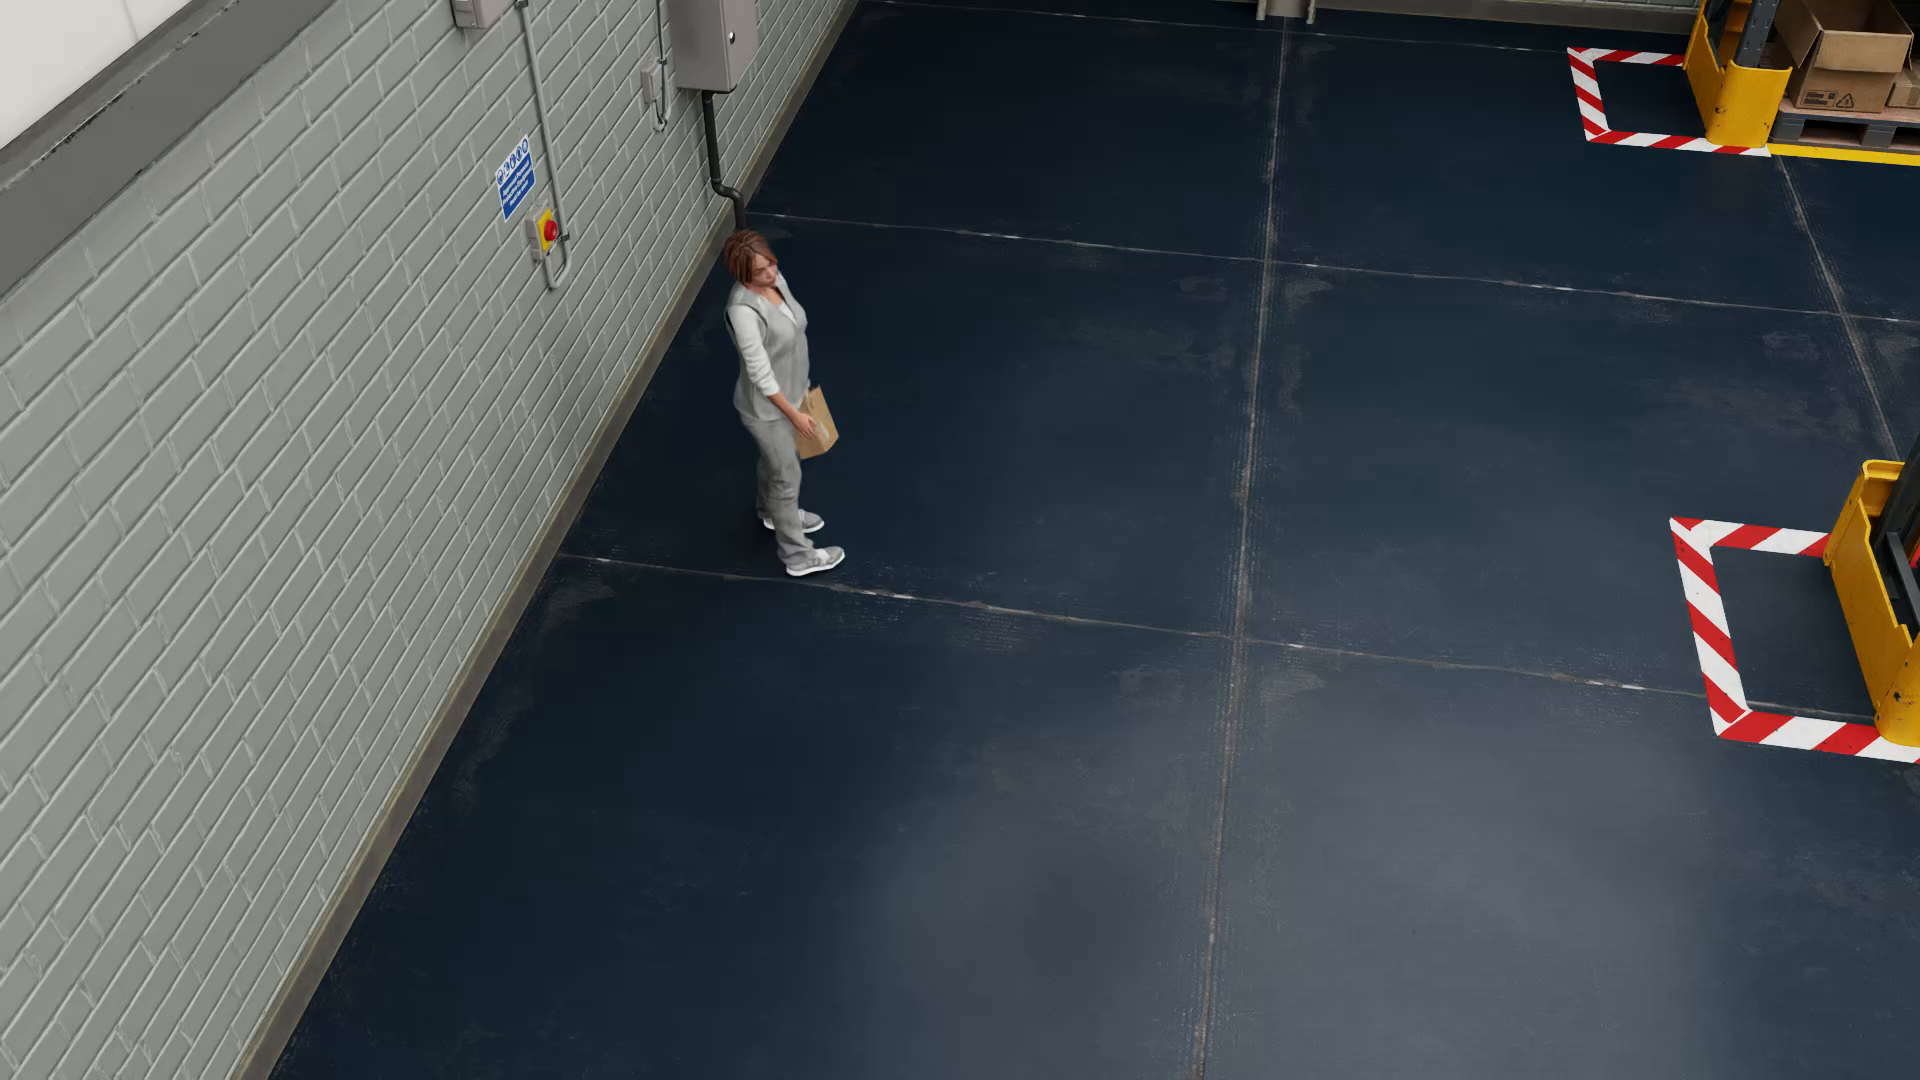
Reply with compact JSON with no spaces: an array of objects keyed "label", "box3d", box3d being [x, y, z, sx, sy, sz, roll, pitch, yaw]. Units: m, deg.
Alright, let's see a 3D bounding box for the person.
[{"label":"person","box3d":[-0.706,-0.565,6.797,0.435,1.600,0.427,8,42,9]}]
